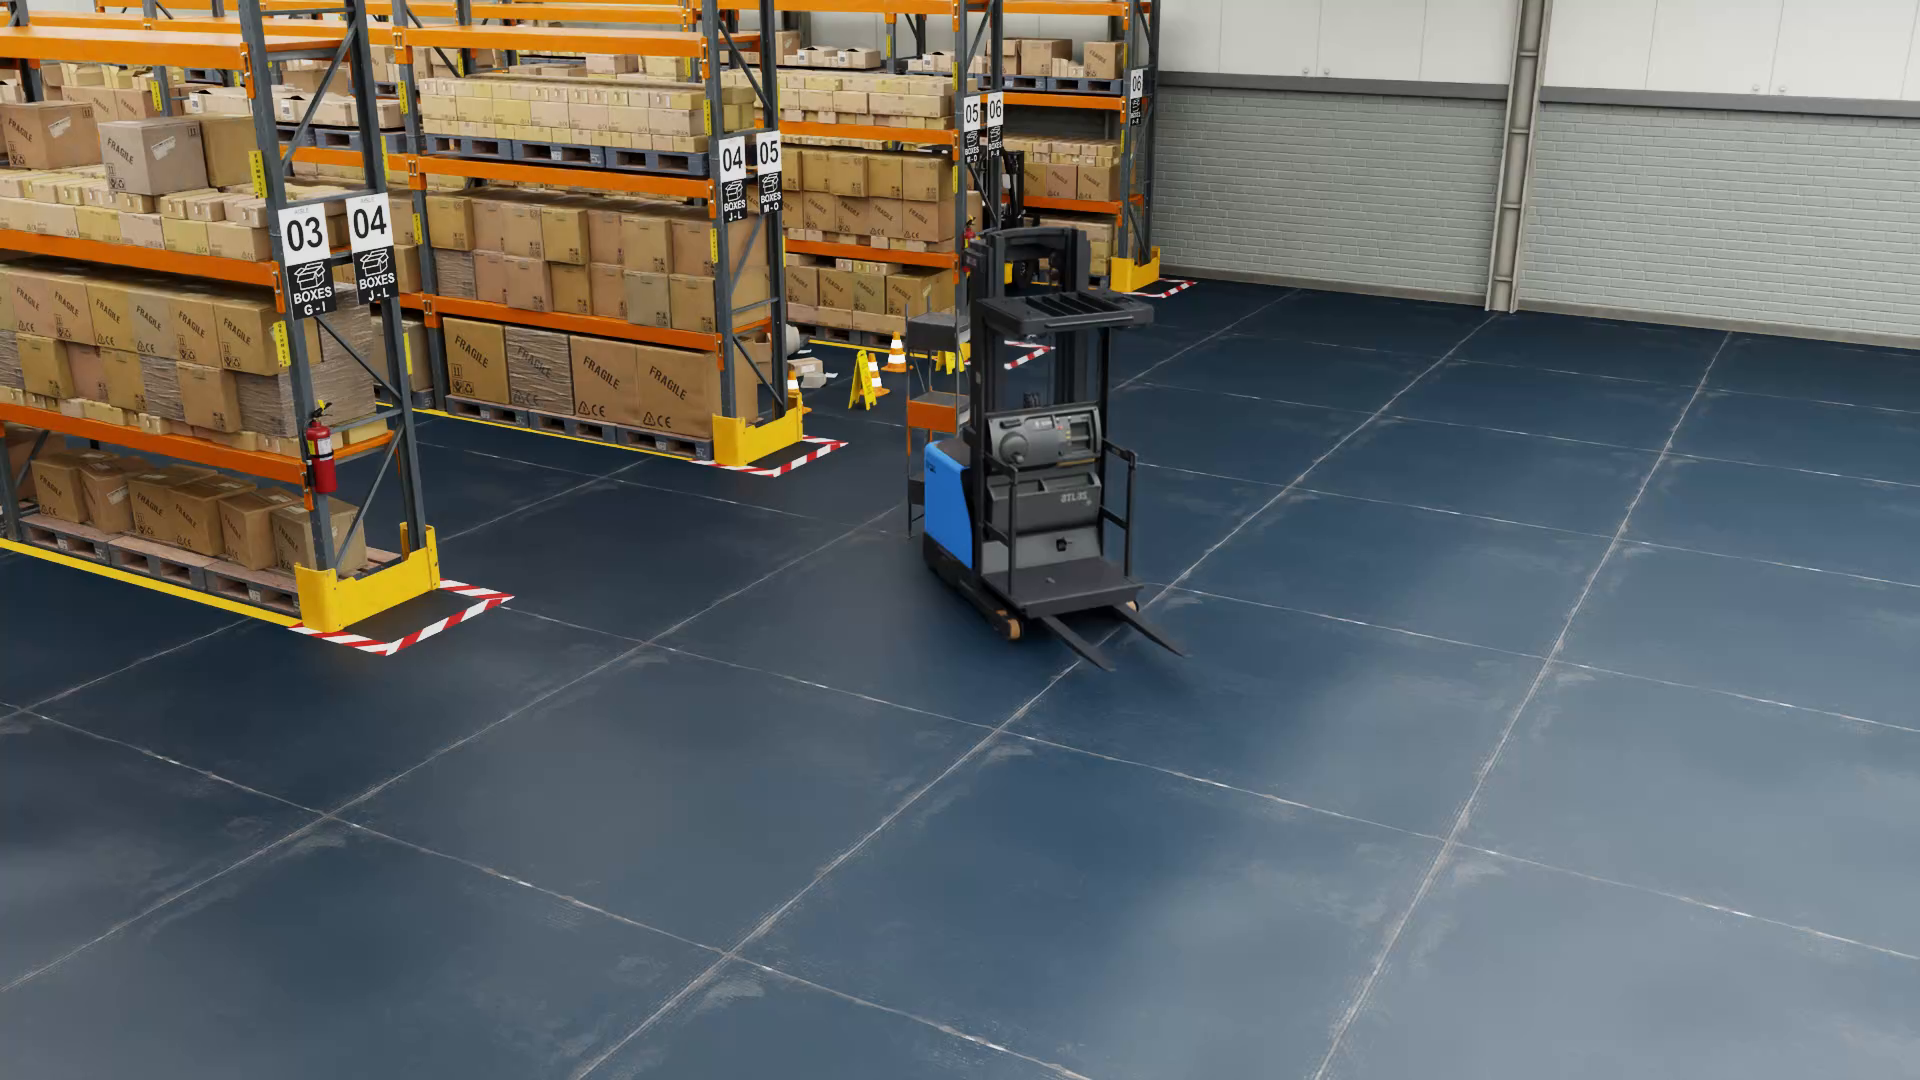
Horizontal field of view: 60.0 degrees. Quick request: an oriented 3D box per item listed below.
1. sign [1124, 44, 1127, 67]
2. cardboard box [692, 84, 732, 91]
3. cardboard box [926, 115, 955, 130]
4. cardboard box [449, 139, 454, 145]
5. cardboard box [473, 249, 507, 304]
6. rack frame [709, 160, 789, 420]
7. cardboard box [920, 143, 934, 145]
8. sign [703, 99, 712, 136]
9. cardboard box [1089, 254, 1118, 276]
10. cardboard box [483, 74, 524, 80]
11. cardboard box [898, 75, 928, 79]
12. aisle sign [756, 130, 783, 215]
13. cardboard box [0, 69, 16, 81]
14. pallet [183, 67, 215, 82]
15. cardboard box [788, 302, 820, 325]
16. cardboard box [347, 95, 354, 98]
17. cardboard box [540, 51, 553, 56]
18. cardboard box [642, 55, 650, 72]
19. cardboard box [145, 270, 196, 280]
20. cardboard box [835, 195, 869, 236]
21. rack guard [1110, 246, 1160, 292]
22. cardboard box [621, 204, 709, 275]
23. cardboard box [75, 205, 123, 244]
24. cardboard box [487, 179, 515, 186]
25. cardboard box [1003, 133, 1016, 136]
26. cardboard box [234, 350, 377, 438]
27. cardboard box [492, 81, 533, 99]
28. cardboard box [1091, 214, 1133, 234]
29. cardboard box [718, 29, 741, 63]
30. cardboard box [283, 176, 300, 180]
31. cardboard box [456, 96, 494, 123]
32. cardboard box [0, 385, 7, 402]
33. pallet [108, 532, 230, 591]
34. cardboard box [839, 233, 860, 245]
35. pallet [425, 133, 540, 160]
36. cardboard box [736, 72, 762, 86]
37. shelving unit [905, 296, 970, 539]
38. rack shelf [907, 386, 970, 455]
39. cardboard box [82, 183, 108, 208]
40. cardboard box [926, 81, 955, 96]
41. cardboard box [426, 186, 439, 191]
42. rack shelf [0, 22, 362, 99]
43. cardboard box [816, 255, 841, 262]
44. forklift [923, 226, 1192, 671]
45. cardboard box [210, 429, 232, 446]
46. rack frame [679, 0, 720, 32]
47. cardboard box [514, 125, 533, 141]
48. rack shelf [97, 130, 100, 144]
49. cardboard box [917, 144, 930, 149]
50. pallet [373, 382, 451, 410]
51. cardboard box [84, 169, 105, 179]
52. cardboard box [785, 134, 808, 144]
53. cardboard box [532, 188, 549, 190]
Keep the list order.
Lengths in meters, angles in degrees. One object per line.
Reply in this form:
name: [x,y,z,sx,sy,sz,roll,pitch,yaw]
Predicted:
sign: [2.372,-6.940,23.814,0.005,0.325,0.100,11,23,27]
cardboard box: [-2.449,-4.445,16.554,0.250,0.149,0.380,11,23,28]
cardboard box: [-0.216,-5.100,20.292,0.250,0.149,0.380,11,23,28]
cardboard box: [-7.331,-5.687,24.329,0.500,0.500,0.500,10,22,26]
cardboard box: [-4.767,-2.934,18.133,0.550,0.550,0.875,11,23,27]
rack frame: [-2.094,-2.341,16.718,0.127,3.000,1.000,11,23,27]
cardboard box: [-0.428,-6.314,26.137,0.250,0.149,0.380,11,23,28]
sign: [-2.371,-3.971,15.630,0.005,0.325,0.100,11,23,27]
cardboard box: [2.085,-4.199,25.255,0.500,0.250,0.500,11,23,28]
cardboard box: [-4.891,-4.910,17.836,0.250,0.149,0.380,11,23,27]
cardboard box: [-0.578,-5.779,20.996,0.250,0.149,0.380,11,23,27]
aisle sign: [-1.886,-3.641,16.488,0.004,0.787,0.394,11,23,27]
cardboard box: [-12.293,-5.895,21.355,0.500,0.500,0.700,11,23,27]
pallet: [-12.015,-7.538,26.776,1.213,0.211,1.003,11,23,27]
cardboard box: [-1.941,-3.050,22.089,0.500,0.250,0.500,10,22,27]
cardboard box: [-7.116,-4.972,19.006,0.258,0.266,0.396,11,23,27]
cardboard box: [-7.103,-8.540,29.014,0.250,0.149,0.380,11,23,28]
cardboard box: [-4.015,-6.565,22.835,0.500,0.250,0.500,10,22,26]
cardboard box: [-6.258,-1.960,13.618,0.500,0.500,0.500,11,23,27]
cardboard box: [-1.247,-4.195,21.247,0.500,0.500,0.500,11,23,27]
rack guard: [2.670,-4.131,25.317,0.348,0.500,1.175,11,23,27]
cardboard box: [-2.924,-3.056,16.886,0.550,0.550,0.875,11,23,27]
cardboard box: [-6.468,-2.477,12.915,0.500,0.250,0.500,10,22,26]
cardboard box: [-6.472,-5.402,23.959,0.500,0.500,0.500,10,22,26]
cardboard box: [0.685,-6.281,26.045,0.250,0.149,0.380,11,22,27]
cardboard box: [-5.068,-1.168,12.900,0.500,0.500,0.875,11,23,27]
cardboard box: [-4.543,-4.587,16.947,0.250,0.149,0.380,11,23,28]
cardboard box: [2.322,-4.821,25.504,0.500,0.250,0.500,10,22,26]
cardboard box: [-3.821,-8.149,27.420,0.500,0.500,0.500,11,23,28]
cardboard box: [-8.249,-4.027,19.753,0.500,0.500,0.700,10,22,27]
cardboard box: [-4.855,-4.482,17.242,0.500,0.250,0.500,11,22,27]
cardboard box: [-8.052,-1.303,14.225,0.250,0.149,0.380,11,23,27]
pallet: [-6.421,0.068,14.166,1.213,0.211,1.003,11,23,27]
cardboard box: [-1.350,-3.904,21.394,0.250,0.149,0.380,11,22,27]
pallet: [-4.877,-4.236,17.672,1.213,0.211,1.003,11,23,27]
cardboard box: [-2.677,-5.933,21.420,0.250,0.149,0.380,10,22,26]
shelving unit: [-0.145,-1.015,14.381,0.503,2.100,0.431,11,23,27]
rack shelf: [-0.145,-1.002,14.385,0.480,0.518,0.431,11,23,27]
cardboard box: [-6.562,-2.689,12.915,0.250,0.149,0.380,11,23,29]
cardboard box: [-0.208,-5.467,20.135,0.250,0.149,0.380,11,23,28]
cardboard box: [-7.774,-5.179,24.760,0.500,0.250,0.500,11,23,28]
rack shelf: [-6.347,-3.694,12.711,4.000,0.370,1.077,11,23,27]
cardboard box: [-1.722,-3.567,22.414,0.500,0.500,0.500,12,23,30]
forklift: [0.736,-0.782,12.519,1.130,2.935,3.031,-8,22,-22]
cardboard box: [-5.623,-0.863,13.012,0.250,0.149,0.380,11,23,27]
rack frame: [-4.335,-9.460,27.547,0.127,3.000,1.000,11,23,27]
cardboard box: [-4.321,-4.170,16.966,0.250,0.149,0.380,11,23,27]
rack shelf: [-10.824,-5.076,20.914,4.000,0.370,1.077,11,23,27]
cardboard box: [-0.466,-6.153,26.129,0.250,0.149,0.380,11,23,29]
pallet: [-6.297,-1.801,19.319,1.213,0.211,1.003,11,23,27]
cardboard box: [-6.965,-2.980,13.715,0.250,0.149,0.380,10,22,26]
cardboard box: [-2.649,-6.542,27.202,0.250,0.149,0.380,10,22,26]
cardboard box: [-5.882,-4.964,23.700,0.250,0.149,0.380,11,23,28]
